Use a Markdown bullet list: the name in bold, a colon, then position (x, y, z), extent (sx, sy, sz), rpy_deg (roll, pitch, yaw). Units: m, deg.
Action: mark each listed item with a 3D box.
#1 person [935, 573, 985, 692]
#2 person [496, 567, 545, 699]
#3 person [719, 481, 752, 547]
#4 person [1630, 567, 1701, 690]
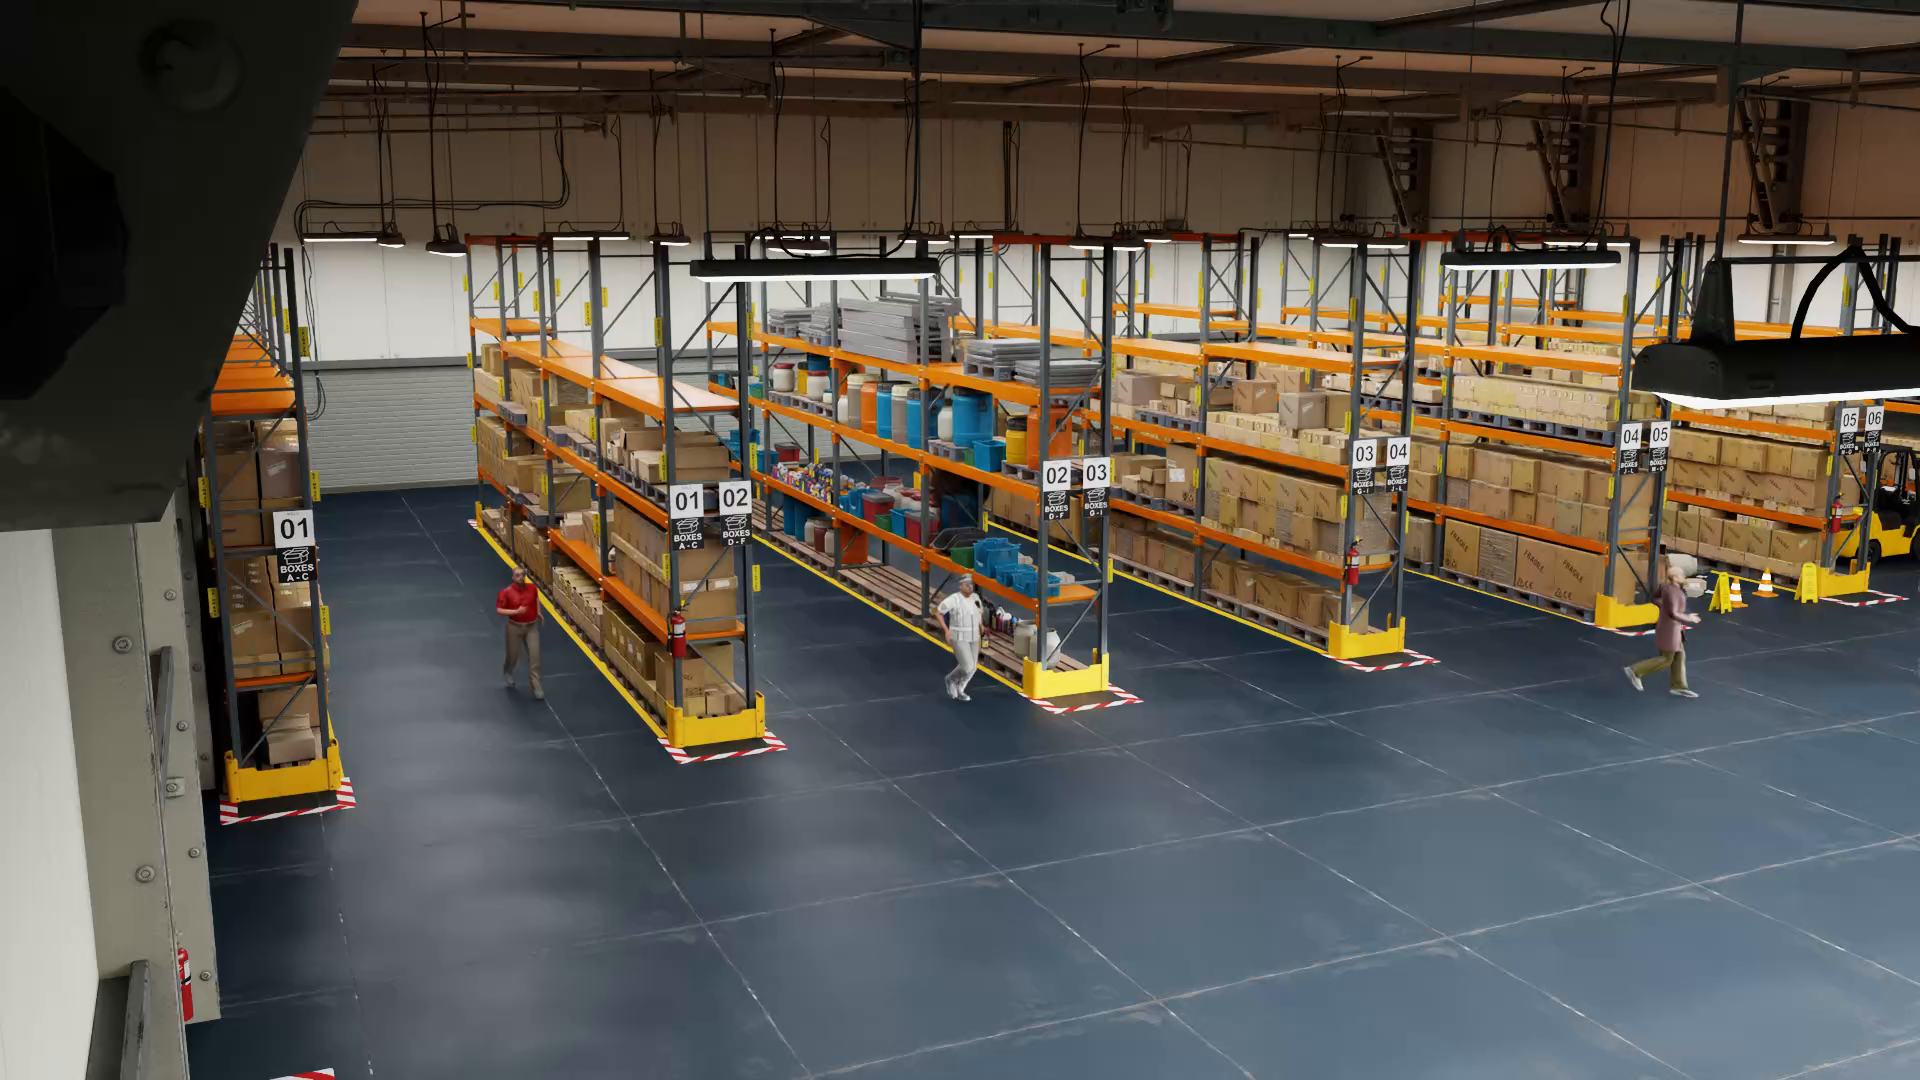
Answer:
- **person**: position (0.086, 1.245, 21.907), extent (0.648, 1.652, 0.579), rpy_deg (-8, 13, -35)
- **person**: position (-5.872, 1.205, 22.284), extent (0.662, 1.713, 0.987), rpy_deg (-7, 13, -33)
- **person**: position (10.162, 0.882, 20.264), extent (22.944, 3.203, 12.444), rpy_deg (6, 12, 28)
- **person**: position (9.405, 1.181, 22.198), extent (0.847, 1.675, 0.718), rpy_deg (3, 11, 13)
